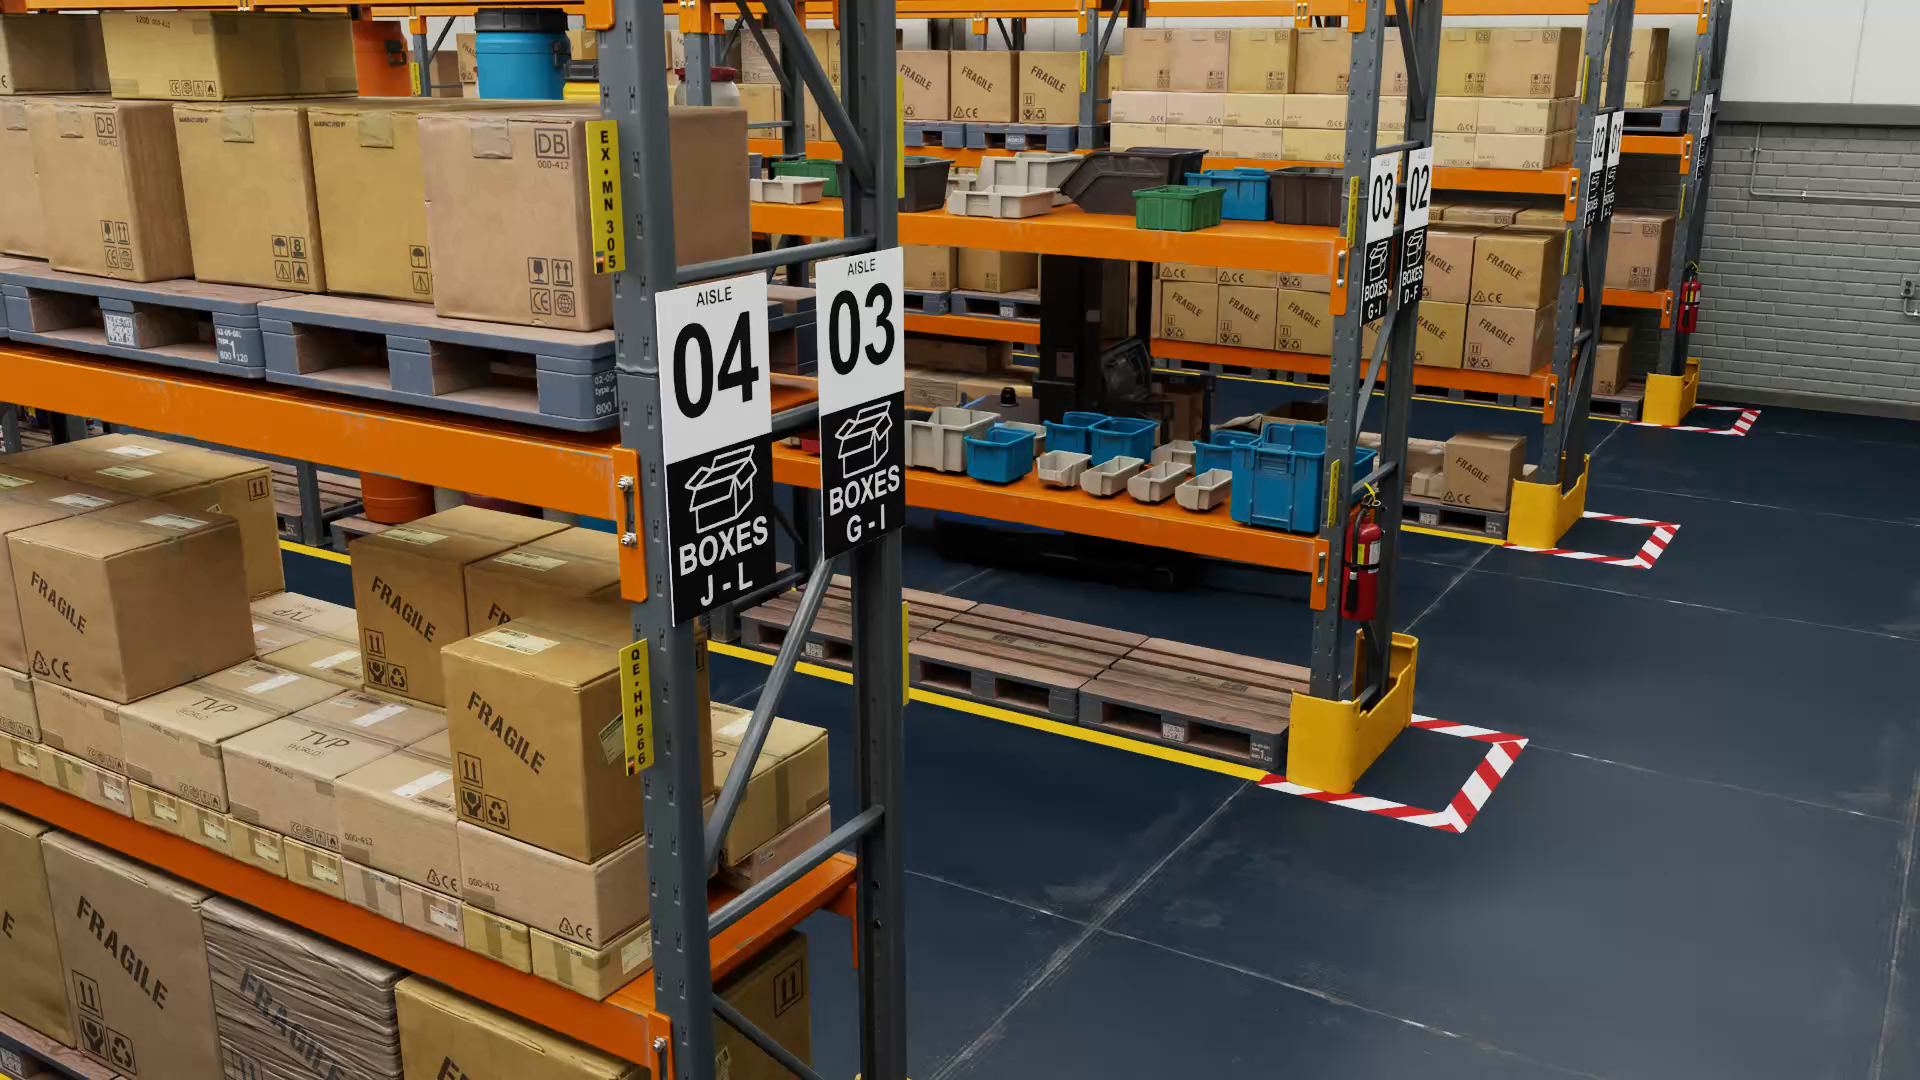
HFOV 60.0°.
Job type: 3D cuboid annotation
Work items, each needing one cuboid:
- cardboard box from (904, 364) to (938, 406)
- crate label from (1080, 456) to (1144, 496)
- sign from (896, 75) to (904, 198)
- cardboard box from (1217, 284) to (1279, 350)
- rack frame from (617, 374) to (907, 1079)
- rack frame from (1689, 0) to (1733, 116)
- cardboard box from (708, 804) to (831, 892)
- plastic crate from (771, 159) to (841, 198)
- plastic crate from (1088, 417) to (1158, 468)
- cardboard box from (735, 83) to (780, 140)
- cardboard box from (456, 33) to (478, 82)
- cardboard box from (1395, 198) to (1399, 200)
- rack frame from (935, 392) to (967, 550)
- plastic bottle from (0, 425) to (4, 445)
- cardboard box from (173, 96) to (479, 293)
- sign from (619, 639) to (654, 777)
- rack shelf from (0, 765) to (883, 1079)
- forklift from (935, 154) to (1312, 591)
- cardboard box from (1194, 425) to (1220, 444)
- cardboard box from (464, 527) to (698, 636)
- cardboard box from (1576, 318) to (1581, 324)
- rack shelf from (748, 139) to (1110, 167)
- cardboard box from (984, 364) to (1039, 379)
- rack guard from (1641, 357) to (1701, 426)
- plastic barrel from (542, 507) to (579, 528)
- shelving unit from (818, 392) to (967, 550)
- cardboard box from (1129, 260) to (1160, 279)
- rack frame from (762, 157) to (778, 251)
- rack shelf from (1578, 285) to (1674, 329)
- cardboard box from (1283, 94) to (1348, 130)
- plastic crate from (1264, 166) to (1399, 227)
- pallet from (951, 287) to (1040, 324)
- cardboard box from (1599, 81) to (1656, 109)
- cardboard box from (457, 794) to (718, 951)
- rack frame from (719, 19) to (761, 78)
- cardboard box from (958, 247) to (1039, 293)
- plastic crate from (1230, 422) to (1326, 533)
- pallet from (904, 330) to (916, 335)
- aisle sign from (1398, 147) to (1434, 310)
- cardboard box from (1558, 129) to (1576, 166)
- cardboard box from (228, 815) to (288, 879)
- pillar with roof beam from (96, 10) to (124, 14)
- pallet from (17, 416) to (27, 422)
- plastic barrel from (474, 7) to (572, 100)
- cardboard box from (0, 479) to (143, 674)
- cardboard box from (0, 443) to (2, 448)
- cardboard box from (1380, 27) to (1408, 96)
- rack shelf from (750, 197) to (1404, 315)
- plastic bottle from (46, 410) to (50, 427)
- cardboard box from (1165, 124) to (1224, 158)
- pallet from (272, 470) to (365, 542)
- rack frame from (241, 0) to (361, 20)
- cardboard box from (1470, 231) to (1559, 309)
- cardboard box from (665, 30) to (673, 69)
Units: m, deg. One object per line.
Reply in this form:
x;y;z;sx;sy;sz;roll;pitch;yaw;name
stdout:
-0.548;-1.373;15.783;0.500;0.500;0.500;9;19;28;cardboard box
0.835;-0.355;9.238;0.243;0.136;0.396;10;20;30;crate label
-0.182;-1.090;4.508;0.005;0.325;0.100;10;20;30;sign
2.456;-1.873;13.713;0.500;0.500;0.500;10;20;30;cardboard box
-0.478;0.938;4.633;0.127;3.000;1.000;10;20;30;rack frame
7.299;-5.613;15.877;0.127;3.000;1.000;10;20;30;rack frame
-0.608;0.922;5.117;0.250;0.149;0.380;10;20;31;cardboard box
-0.775;-2.242;10.304;0.662;0.188;0.450;10;20;30;plastic crate
0.954;-0.557;9.739;0.300;0.233;0.416;10;20;30;plastic crate
-1.718;-4.157;16.073;0.500;0.500;0.910;10;20;30;cardboard box
-5.011;-5.160;17.792;0.500;0.500;0.500;10;20;31;cardboard box
4.344;-3.408;18.424;0.700;0.700;0.980;10;20;31;cardboard box
-0.066;-0.528;12.685;0.032;1.125;0.500;8;19;24;rack frame
-8.583;-0.964;14.951;0.097;0.201;0.097;0;17;0;plastic bottle
-1.831;-1.042;4.923;0.500;0.500;0.700;9;19;26;cardboard box
-0.774;0.403;3.995;0.005;0.325;0.100;10;20;30;sign
-2.182;0.978;5.739;4.000;0.370;1.077;10;20;30;rack shelf
1.372;-1.217;11.845;3.031;2.935;1.130;8;19;24;forklift
2.286;-0.911;14.869;0.250;0.149;0.380;10;20;30;cardboard box
-1.172;0.292;5.214;0.500;0.500;0.500;10;19;29;cardboard box
6.429;-2.247;17.580;0.250;0.149;0.380;10;20;30;cardboard box
-0.403;-3.519;15.381;4.000;0.370;1.077;10;20;30;rack shelf
0.556;-1.350;15.710;0.500;0.500;0.500;10;20;31;cardboard box
7.320;-1.543;17.100;0.348;0.500;1.175;10;20;30;rack guard
-2.787;-0.211;11.972;0.421;0.512;0.421;0;17;0;plastic barrel
-0.527;-0.591;12.890;1.048;1.125;0.538;8;19;24;shelving unit
1.556;-2.509;14.086;0.500;0.500;0.500;11;20;31;cardboard box
-2.107;-2.732;16.714;0.127;3.000;1.000;10;20;30;rack frame
5.595;-2.703;17.855;4.000;0.370;1.077;10;20;30;rack shelf
2.859;-3.360;13.020;0.500;0.250;0.500;10;20;30;cardboard box
1.932;-1.789;8.675;0.590;0.269;0.497;10;20;30;plastic crate
0.677;-2.180;15.228;1.213;0.211;1.003;10;20;30;pallet
6.536;-4.401;16.410;0.500;0.250;0.500;11;20;32;cardboard box
-1.030;0.859;4.638;0.500;0.250;0.500;10;19;29;cardboard box
-2.926;-7.438;21.886;0.127;3.000;1.000;10;20;30;rack frame
0.396;-2.589;15.348;0.500;0.500;0.700;14;22;39;cardboard box
1.731;-0.339;8.673;0.499;0.435;0.616;10;20;30;plastic crate
-0.183;-2.744;21.553;1.213;0.211;1.003;10;20;30;pallet
2.331;-1.595;8.500;0.004;0.787;0.394;10;20;30;aisle sign
4.405;-3.020;12.759;0.500;0.250;0.500;10;20;30;cardboard box
-2.046;0.891;5.219;0.250;0.149;0.380;10;20;30;cardboard box
-17.764;-8.914;26.743;0.400;9.000;9.100;10;20;30;pillar with roof beam
-9.705;-1.078;16.066;1.213;0.211;1.003;10;20;30;pallet
-2.829;-2.995;10.835;0.708;0.901;0.600;10;20;30;plastic barrel
-3.196;0.113;5.805;0.500;0.500;0.500;10;20;30;cardboard box
-4.435;-0.294;6.789;0.637;0.503;0.797;10;19;29;cardboard box
3.400;-3.697;12.839;0.500;0.500;0.700;10;20;30;cardboard box
0.410;-1.684;9.342;4.000;0.370;1.077;10;20;30;rack shelf
-8.498;-1.198;15.581;0.133;0.283;0.061;10;20;30;plastic bottle
2.010;-3.275;13.598;0.500;0.250;0.500;10;20;30;cardboard box
-5.342;-0.299;13.502;1.213;0.211;1.003;10;20;30;pallet
-4.703;-4.376;11.806;0.127;3.000;1.000;10;20;30;rack frame
4.187;-2.041;12.547;0.500;0.500;0.500;10;20;30;cardboard box
-3.970;-6.629;22.457;0.500;0.500;0.500;11;20;33;cardboard box
